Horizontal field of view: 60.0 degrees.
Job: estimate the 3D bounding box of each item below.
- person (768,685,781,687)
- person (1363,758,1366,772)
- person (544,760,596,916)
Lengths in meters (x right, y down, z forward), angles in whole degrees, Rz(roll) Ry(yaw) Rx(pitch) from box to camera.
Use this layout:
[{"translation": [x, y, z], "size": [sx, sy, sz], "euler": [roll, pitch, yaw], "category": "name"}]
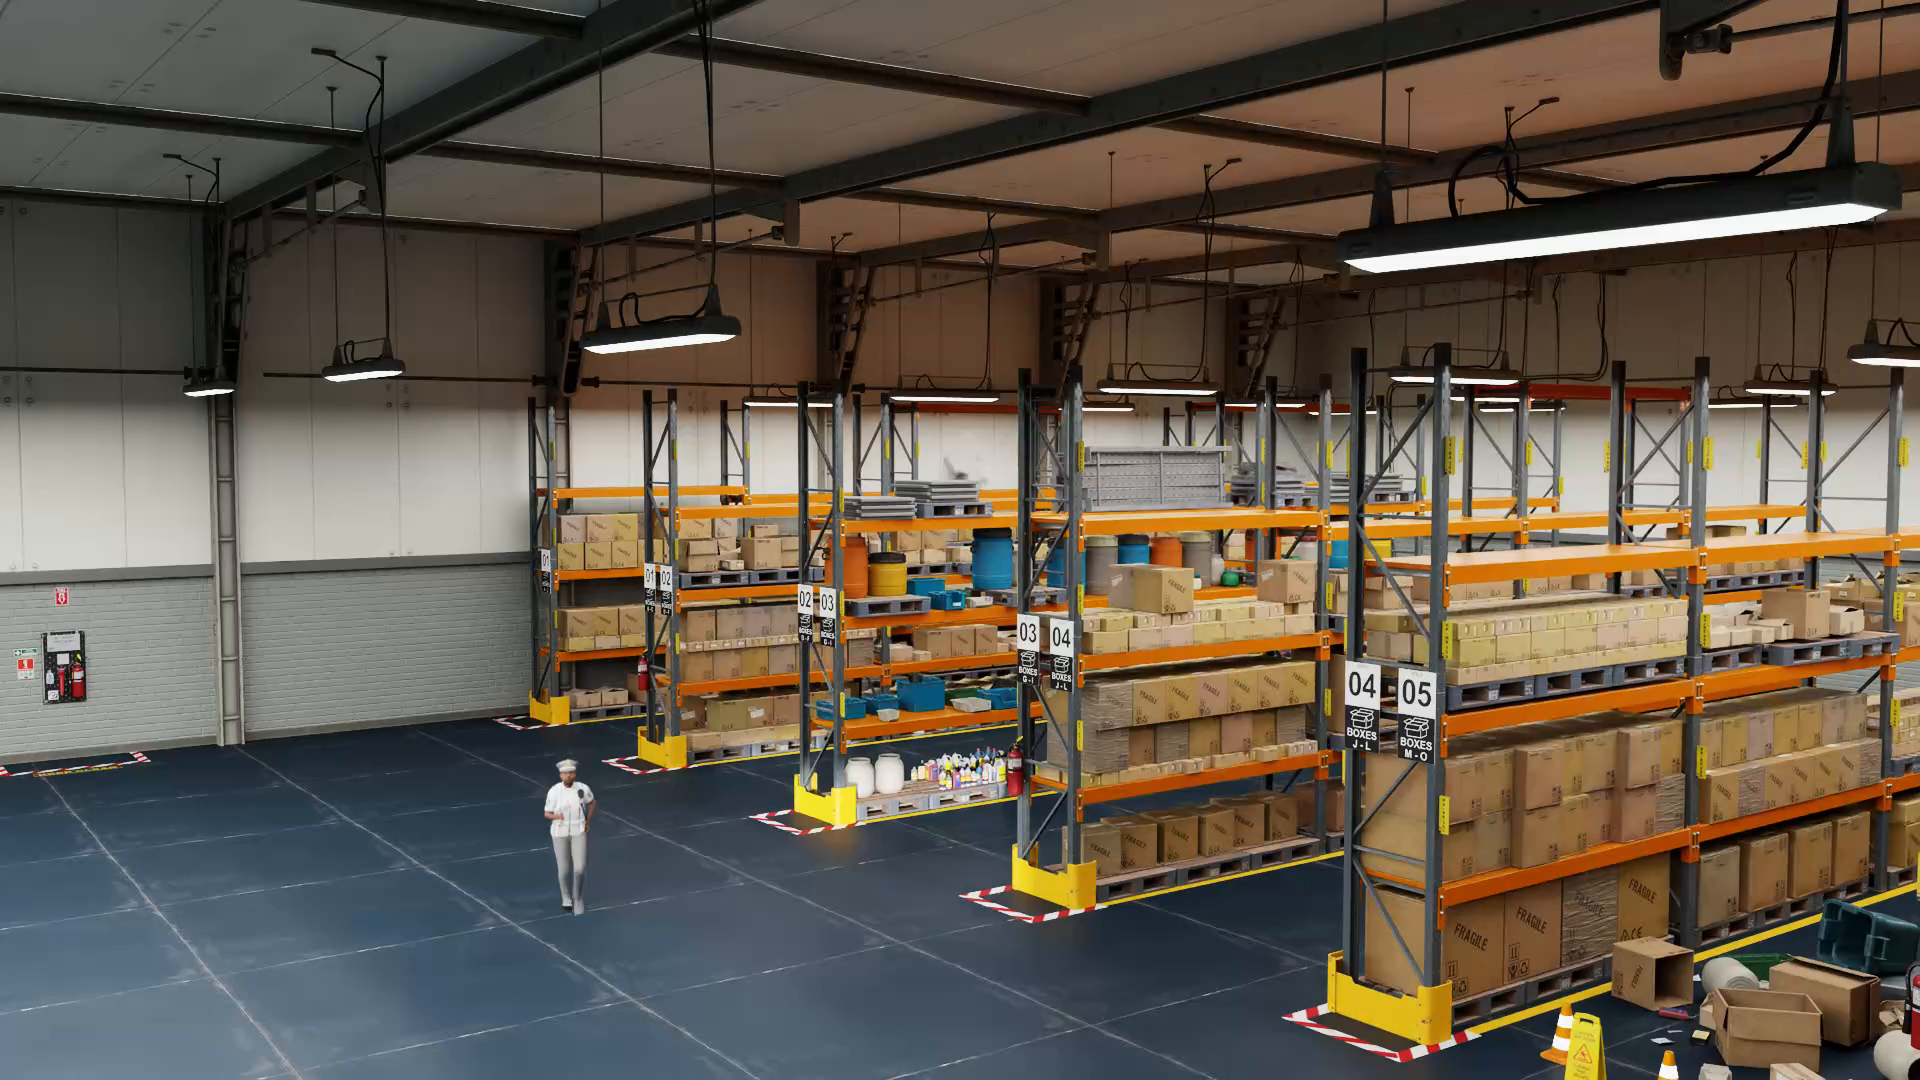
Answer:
[{"translation": [-3.269, 2.532, 29.669], "size": [0.772, 1.755, 0.660], "euler": [-3, 5, -43], "category": "person"}, {"translation": [6.264, 2.783, 25.482], "size": [0.675, 1.739, 0.597], "euler": [3, 5, 42], "category": "person"}, {"translation": [-4.254, 3.253, 18.173], "size": [0.558, 1.728, 0.667], "euler": [-1, 3, -14], "category": "person"}]
